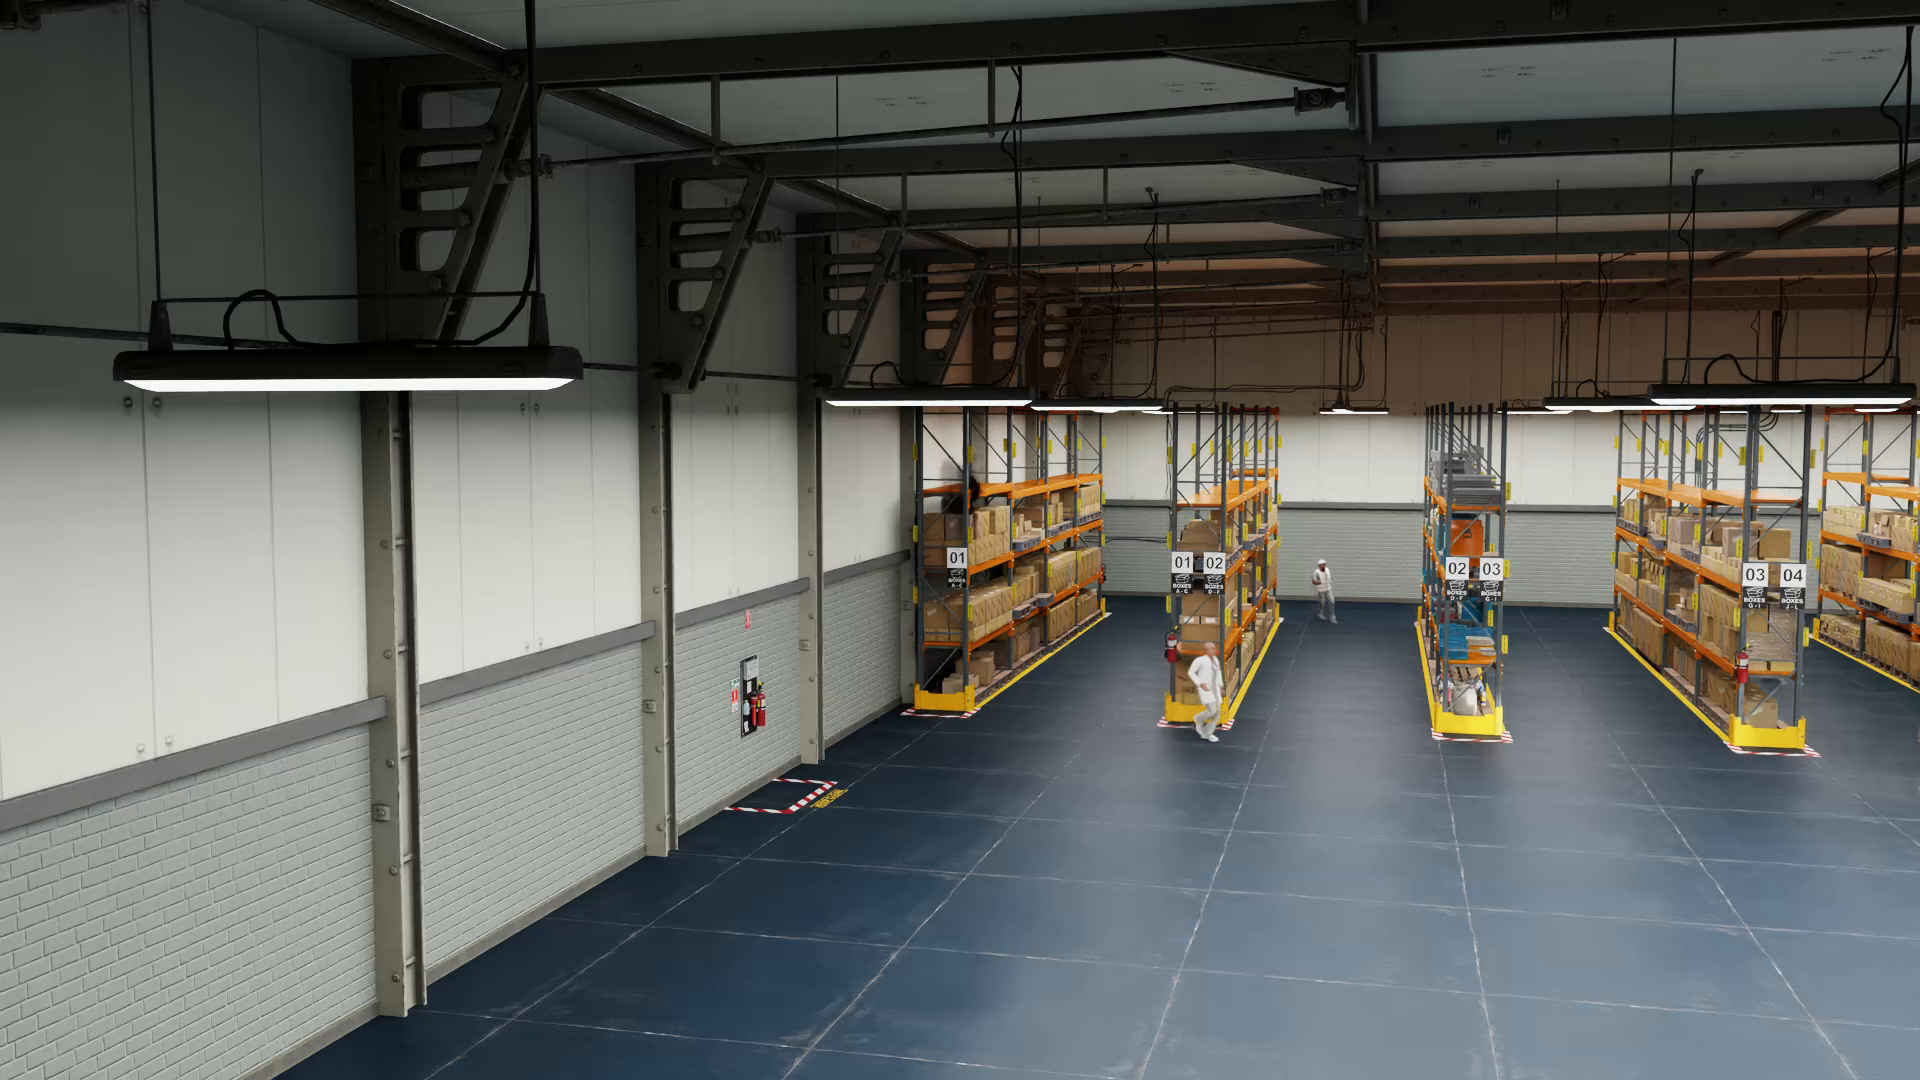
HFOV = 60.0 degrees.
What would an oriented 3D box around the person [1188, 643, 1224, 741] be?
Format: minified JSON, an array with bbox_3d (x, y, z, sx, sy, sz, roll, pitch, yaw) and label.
[{"bbox_3d":[4.403,2.685,29.479,0.745,1.745,0.578,-3,5,-35],"label":"person"}]

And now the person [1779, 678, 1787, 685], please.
[{"bbox_3d":[17.656,2.219,35.965,0.576,1.721,0.831,1,4,7],"label":"person"}]

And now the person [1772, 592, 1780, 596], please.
[{"bbox_3d":[21.504,1.634,44.045,0.811,1.713,0.719,-2,5,-28],"label":"person"}]

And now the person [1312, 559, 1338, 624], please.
[{"bbox_3d":[10.081,1.438,46.385,0.713,1.827,0.747,-2,5,-21],"label":"person"}]
